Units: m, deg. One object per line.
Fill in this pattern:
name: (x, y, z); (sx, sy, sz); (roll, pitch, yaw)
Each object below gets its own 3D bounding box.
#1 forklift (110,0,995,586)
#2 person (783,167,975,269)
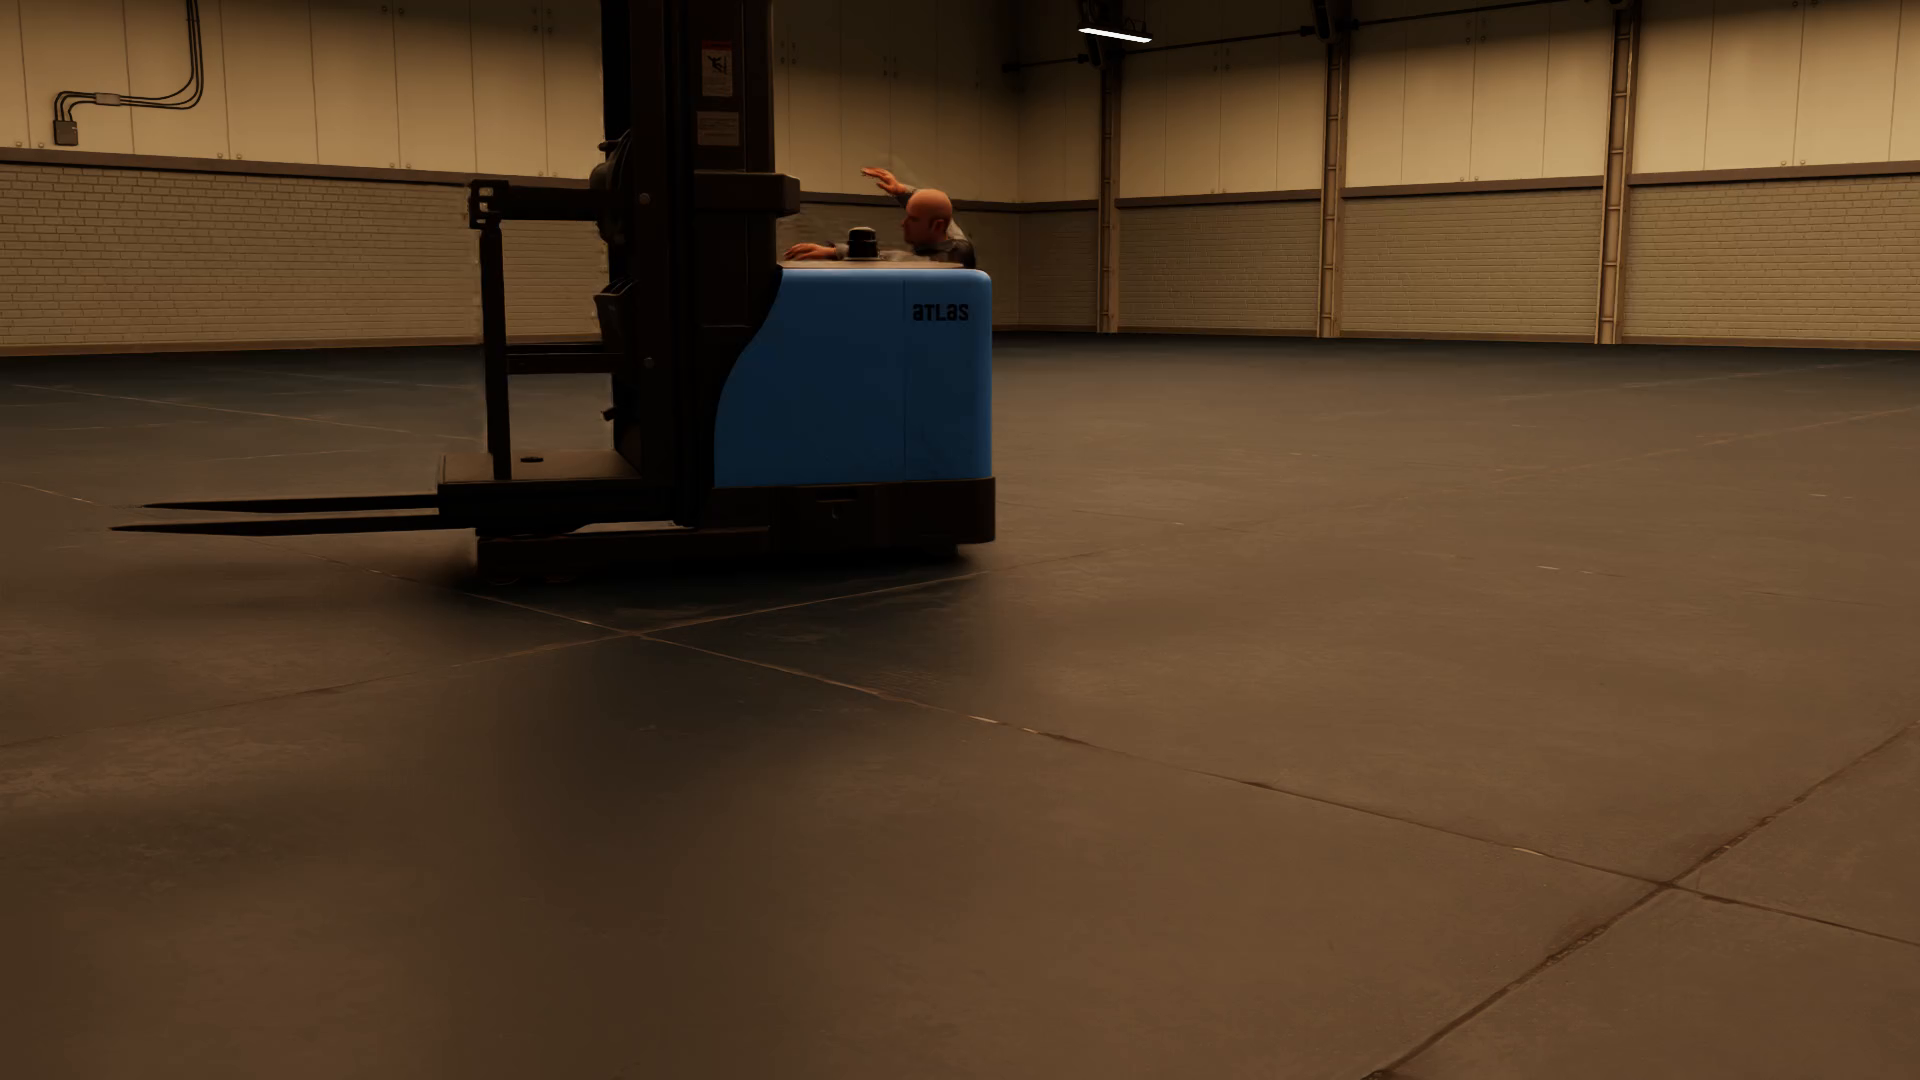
forklift: (-1.444, -1.380, 6.037); (3.031, 2.935, 1.130); (-3, 9, -17)
person: (-0.488, -0.814, 7.138); (1.065, 1.545, 0.873); (-7, 11, -41)
